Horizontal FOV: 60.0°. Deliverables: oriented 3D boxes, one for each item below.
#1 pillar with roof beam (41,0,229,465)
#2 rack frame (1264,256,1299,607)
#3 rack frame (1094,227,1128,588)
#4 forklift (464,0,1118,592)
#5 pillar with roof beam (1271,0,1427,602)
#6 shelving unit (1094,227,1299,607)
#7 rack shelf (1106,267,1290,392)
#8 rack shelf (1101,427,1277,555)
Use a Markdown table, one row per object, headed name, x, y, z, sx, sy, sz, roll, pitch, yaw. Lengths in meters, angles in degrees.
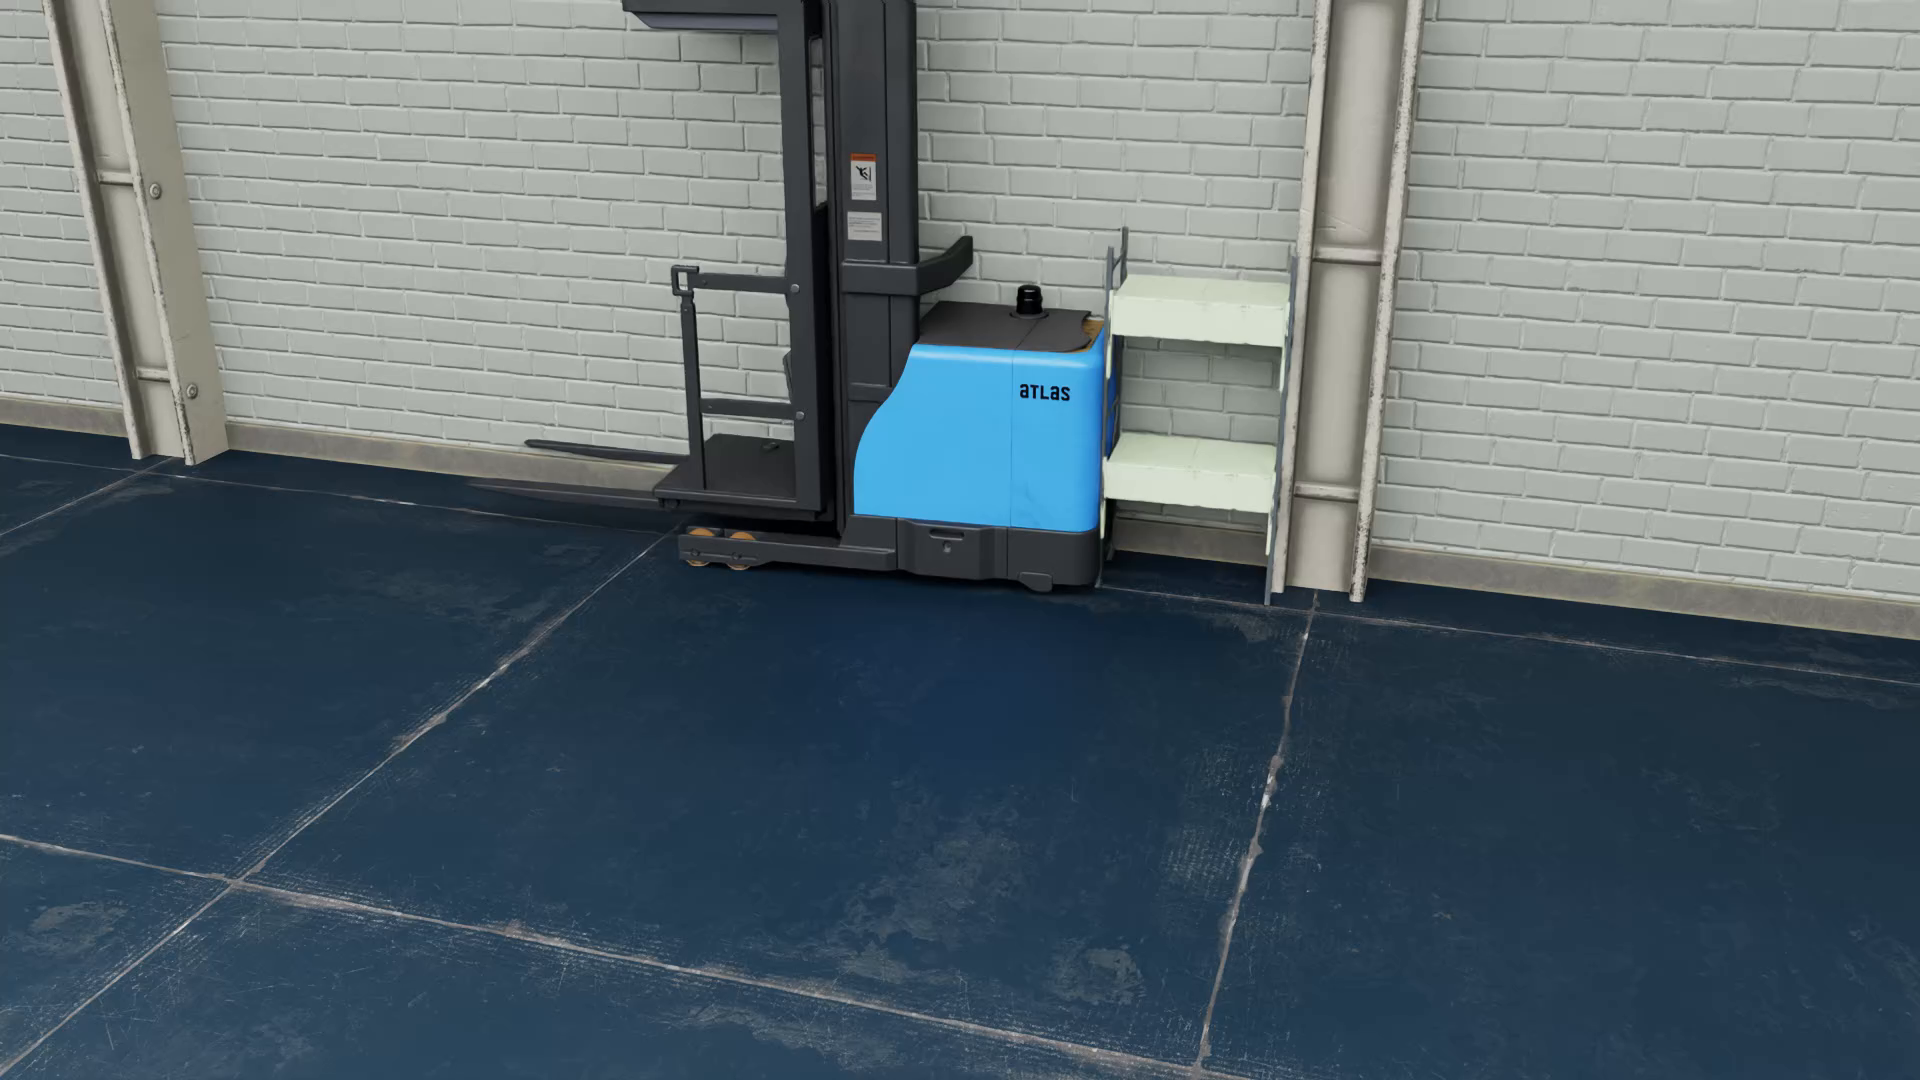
| name | x | y | z | sx | sy | sz | roll | pitch | yaw |
| --- | --- | --- | --- | --- | --- | --- | --- | --- | --- |
| pillar with roof beam | -5.408 | -3.068 | 3.391 | 0.400 | 9.000 | 9.100 | 7 | 23 | 16 |
| rack frame | 1.358 | -0.484 | 6.969 | 0.023 | 1.500 | 0.400 | 6 | 23 | 13 |
| rack frame | 0.649 | -0.557 | 7.135 | 0.023 | 1.500 | 0.400 | 6 | 23 | 13 |
| forklift | -0.787 | -1.409 | 7.343 | 3.031 | 2.935 | 1.130 | 5 | 23 | 12 |
| pillar with roof beam | 0.336 | -2.410 | 1.788 | 0.400 | 9.000 | 9.100 | 7 | 23 | 16 |
| shelving unit | 1.003 | -0.520 | 7.052 | 0.755 | 1.500 | 0.431 | 6 | 23 | 13 |
| rack shelf | 1.005 | -0.880 | 6.901 | 0.720 | 0.370 | 0.431 | 6 | 23 | 13 |
| rack shelf | 1.002 | -0.220 | 7.178 | 0.720 | 0.370 | 0.431 | 6 | 23 | 13 |
